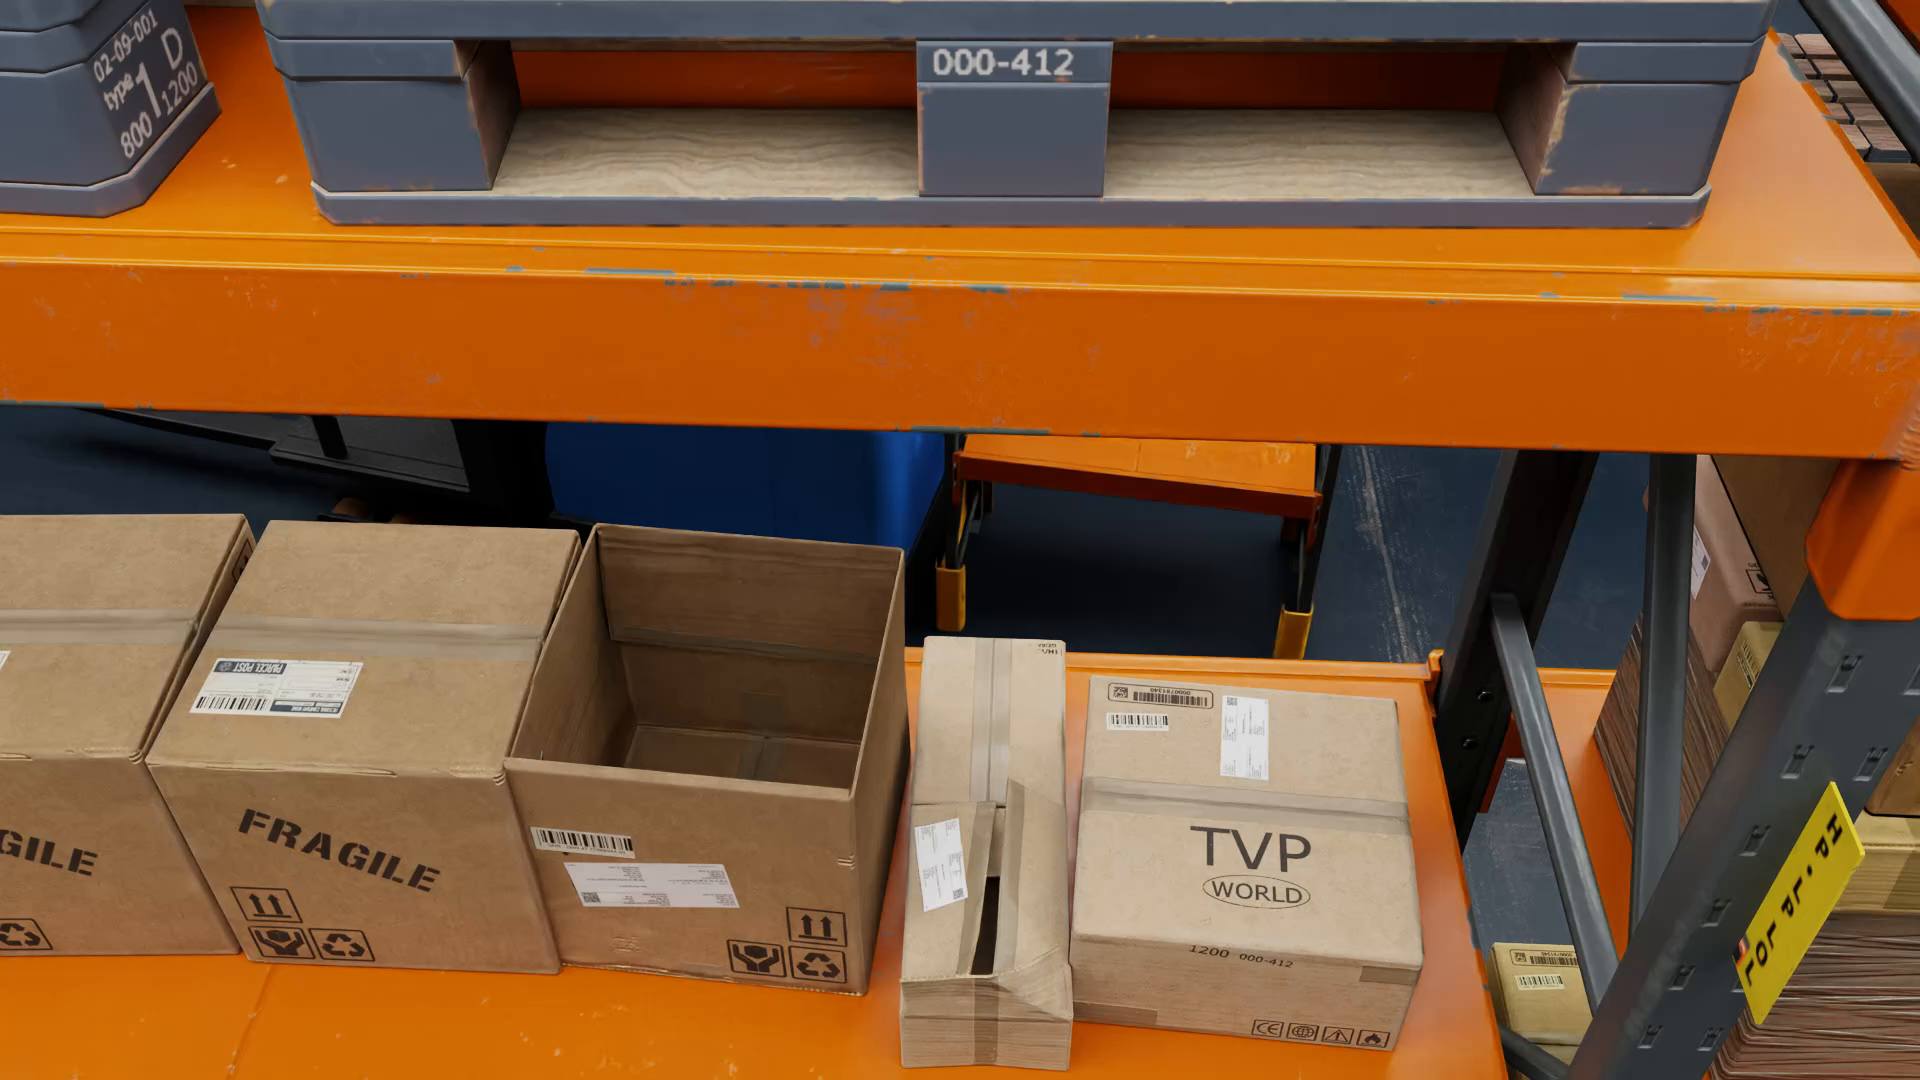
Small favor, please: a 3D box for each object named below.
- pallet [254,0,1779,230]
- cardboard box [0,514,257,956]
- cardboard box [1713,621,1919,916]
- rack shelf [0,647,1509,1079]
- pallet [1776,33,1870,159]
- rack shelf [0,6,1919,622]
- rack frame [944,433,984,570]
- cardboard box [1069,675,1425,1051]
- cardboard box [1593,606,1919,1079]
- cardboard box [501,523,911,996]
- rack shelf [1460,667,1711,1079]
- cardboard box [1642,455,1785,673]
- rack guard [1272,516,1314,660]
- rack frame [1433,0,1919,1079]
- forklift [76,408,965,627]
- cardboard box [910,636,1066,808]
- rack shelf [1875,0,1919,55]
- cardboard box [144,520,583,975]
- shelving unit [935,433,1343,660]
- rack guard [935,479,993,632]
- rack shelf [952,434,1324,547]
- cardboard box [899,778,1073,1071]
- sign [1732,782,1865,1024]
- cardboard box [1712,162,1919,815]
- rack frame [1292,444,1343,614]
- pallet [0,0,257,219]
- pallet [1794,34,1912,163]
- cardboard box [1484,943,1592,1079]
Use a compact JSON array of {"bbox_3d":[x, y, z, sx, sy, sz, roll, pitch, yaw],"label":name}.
[{"bbox_3d":[0.048,-0.619,1.653,1.217,0.209,0.805,0,43,0],"label":"pallet"},{"bbox_3d":[-1.390,0.308,2.645,0.500,0.500,0.500,0,43,0],"label":"cardboard box"},{"bbox_3d":[1.189,0.293,2.185,0.250,0.149,0.380,2,43,2],"label":"cardboard box"},{"bbox_3d":[-1.069,0.629,2.902,4.000,0.370,1.077,2,43,2],"label":"rack shelf"},{"bbox_3d":[3.047,-1.841,7.071,1.213,0.211,1.003,2,43,2],"label":"pallet"},{"bbox_3d":[-1.069,-0.469,1.879,4.000,0.370,1.077,2,43,2],"label":"rack shelf"},{"bbox_3d":[0.016,-0.473,4.658,0.032,1.500,0.500,7,43,7],"label":"rack frame"},{"bbox_3d":[0.435,0.497,2.626,0.500,0.250,0.500,4,43,5],"label":"cardboard box"},{"bbox_3d":[1.373,0.400,2.547,0.500,0.500,0.700,1,43,1],"label":"cardboard box"},{"bbox_3d":[-0.363,0.340,2.611,0.500,0.500,0.500,5,43,5],"label":"cardboard box"},{"bbox_3d":[2.927,0.752,2.770,4.000,0.370,1.077,2,43,2],"label":"rack shelf"},{"bbox_3d":[1.211,0.016,2.483,0.250,0.149,0.380,2,43,2],"label":"cardboard box"},{"bbox_3d":[0.998,0.104,4.955,0.087,0.250,0.587,7,43,7],"label":"rack guard"},{"bbox_3d":[0.929,0.427,2.591,0.127,3.000,1.000,2,43,2],"label":"rack frame"},{"bbox_3d":[-1.487,-1.341,4.539,3.031,2.935,1.130,11,44,11],"label":"forklift"},{"bbox_3d":[0.053,0.353,2.855,0.250,0.149,0.380,2,43,2],"label":"cardboard box"},{"bbox_3d":[2.927,-0.346,1.748,4.000,0.370,1.077,2,43,2],"label":"rack shelf"},{"bbox_3d":[-0.864,0.324,2.628,0.500,0.500,0.500,2,43,2],"label":"cardboard box"},{"bbox_3d":[0.508,-0.413,4.593,1.083,1.500,0.587,7,43,7],"label":"shelving unit"},{"bbox_3d":[0.017,-0.016,5.083,0.087,0.250,0.587,7,43,7],"label":"rack guard"},{"bbox_3d":[0.517,-0.280,4.715,1.000,0.185,0.538,7,43,7],"label":"rack shelf"},{"bbox_3d":[0.043,0.574,2.531,0.258,0.266,0.396,1,43,1],"label":"cardboard box"},{"bbox_3d":[0.915,0.402,1.826,0.005,0.325,0.100,2,43,2],"label":"sign"},{"bbox_3d":[1.373,-0.075,2.104,0.500,0.500,0.700,2,43,2],"label":"cardboard box"},{"bbox_3d":[1.017,-0.351,4.526,0.032,1.500,0.500,7,43,7],"label":"rack frame"},{"bbox_3d":[-1.267,-0.732,1.773,1.213,0.211,1.003,4,43,4],"label":"pallet"},{"bbox_3d":[4.263,-1.801,7.029,1.213,0.211,1.003,2,43,2],"label":"pallet"},{"bbox_3d":[1.402,1.145,3.529,0.500,0.250,0.500,2,43,2],"label":"cardboard box"}]
